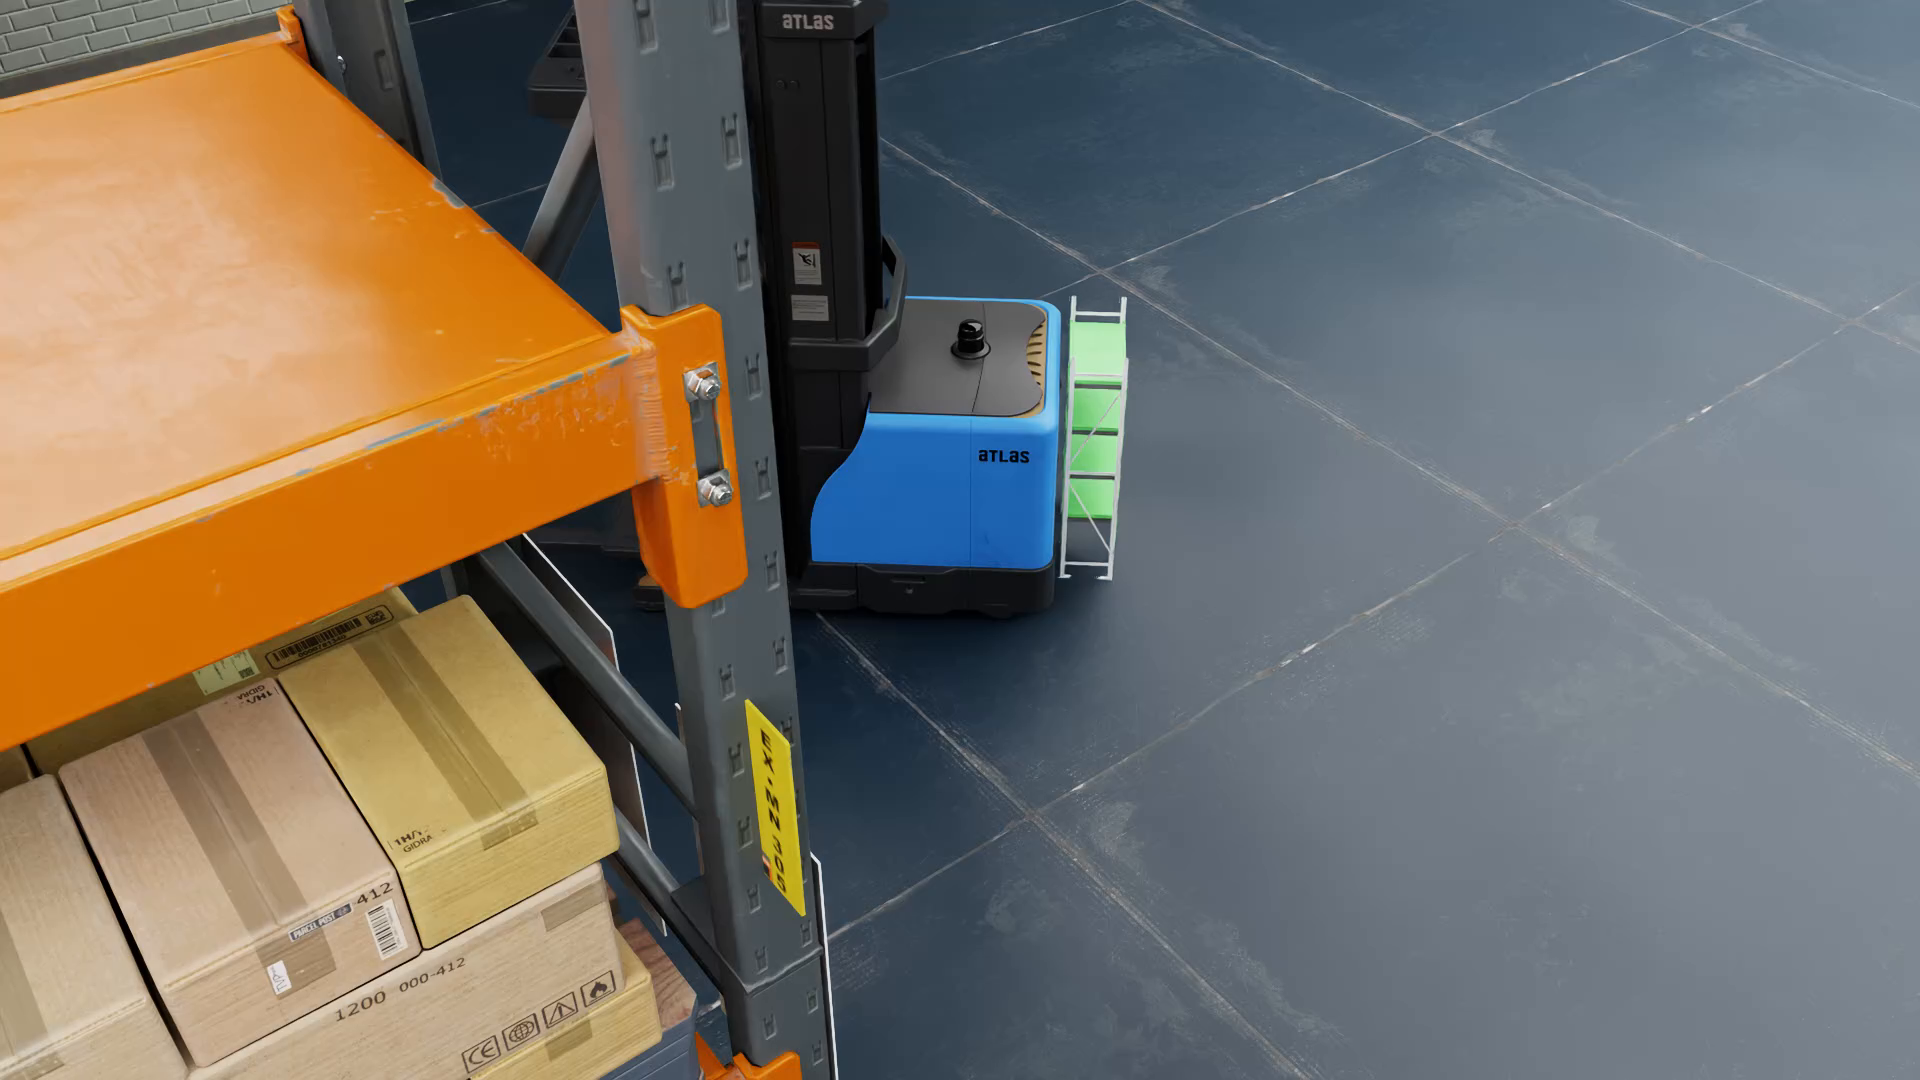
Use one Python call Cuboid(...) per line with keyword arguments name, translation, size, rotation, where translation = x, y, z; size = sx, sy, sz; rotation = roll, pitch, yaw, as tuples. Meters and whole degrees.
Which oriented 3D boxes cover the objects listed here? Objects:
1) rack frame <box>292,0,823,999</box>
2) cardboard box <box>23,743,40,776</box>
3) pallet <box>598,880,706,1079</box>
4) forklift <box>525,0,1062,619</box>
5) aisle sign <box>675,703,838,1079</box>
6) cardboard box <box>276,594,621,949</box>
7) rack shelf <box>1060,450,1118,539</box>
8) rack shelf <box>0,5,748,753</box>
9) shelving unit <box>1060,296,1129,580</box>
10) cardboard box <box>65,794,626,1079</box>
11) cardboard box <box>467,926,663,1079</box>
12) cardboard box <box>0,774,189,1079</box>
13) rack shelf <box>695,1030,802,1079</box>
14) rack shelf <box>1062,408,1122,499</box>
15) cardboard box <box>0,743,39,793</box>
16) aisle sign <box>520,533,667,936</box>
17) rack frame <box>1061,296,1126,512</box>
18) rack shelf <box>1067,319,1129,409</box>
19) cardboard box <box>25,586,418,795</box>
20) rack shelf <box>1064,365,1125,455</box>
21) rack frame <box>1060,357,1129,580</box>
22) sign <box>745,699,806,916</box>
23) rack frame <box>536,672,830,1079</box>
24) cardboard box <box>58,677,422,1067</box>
Cuboid(name="rack frame", translation=(-0.554, -0.784, 1.745), size=(0.127, 3.000, 1.000), rotation=(-26, 46, -28))
Cuboid(name="cardboard box", translation=(-1.421, 0.438, 2.407), size=(0.250, 0.149, 0.380), rotation=(-26, 46, -28))
Cuboid(name="pallet", translation=(-1.135, 0.702, 2.368), size=(1.213, 0.211, 1.003), rotation=(-26, 46, -28))
Cuboid(name="forklift", translation=(-1.069, -1.139, 6.961), size=(3.031, 2.935, 1.130), rotation=(2, 39, 3))
Cuboid(name="aisle sign", translation=(-0.315, 0.653, 2.672), size=(0.004, 0.787, 0.394), rotation=(-26, 46, -28))
Cuboid(name="cardboard box", translation=(-0.614, 0.264, 1.991), size=(0.250, 0.149, 0.380), rotation=(-26, 46, -28))
Cuboid(name="rack shelf", translation=(0.594, -0.209, 7.672), size=(0.258, 0.148, 0.480), rotation=(2, 39, 3))
Cuboid(name="rack shelf", translation=(-2.139, 0.421, 1.157), size=(4.000, 0.370, 1.077), rotation=(-26, 46, -28))
Cuboid(name="shelving unit", translation=(0.594, -0.444, 7.479), size=(0.258, 1.200, 0.503), rotation=(2, 39, 3))
Cuboid(name="cardboard box", translation=(-0.771, 0.447, 2.082), size=(0.500, 0.250, 0.500), rotation=(-25, 46, -28))
Cuboid(name="cardboard box", translation=(-0.611, 0.570, 2.246), size=(0.250, 0.149, 0.380), rotation=(-26, 46, -28))
Cuboid(name="cardboard box", translation=(-1.016, 0.459, 1.754), size=(0.250, 0.149, 0.380), rotation=(-25, 46, -27))
Cuboid(name="rack shelf", translation=(-2.139, 1.426, 1.982), size=(4.000, 0.370, 1.077), rotation=(-26, 46, -28))
Cuboid(name="rack shelf", translation=(0.594, -0.395, 7.519), size=(0.258, 0.148, 0.480), rotation=(2, 39, 3))
Cuboid(name="cardboard box", translation=(-1.494, 0.372, 2.174), size=(0.500, 0.250, 0.500), rotation=(-27, 46, -29))
Cuboid(name="aisle sign", translation=(-0.680, 0.352, 3.040), size=(0.004, 0.787, 0.394), rotation=(-26, 46, -28))
Cuboid(name="rack frame", translation=(0.609, -0.599, 7.667), size=(0.240, 1.200, 0.015), rotation=(2, 39, 3))
Cuboid(name="rack shelf", translation=(0.595, -0.766, 7.215), size=(0.258, 0.148, 0.480), rotation=(2, 39, 3))
Cuboid(name="cardboard box", translation=(-1.093, 0.175, 2.414), size=(0.500, 0.250, 0.500), rotation=(-26, 46, -28))
Cuboid(name="rack shelf", translation=(0.595, -0.580, 7.367), size=(0.258, 0.148, 0.480), rotation=(2, 39, 3))
Cuboid(name="rack frame", translation=(0.580, -0.290, 7.291), size=(0.240, 1.200, 0.015), rotation=(2, 39, 3))
Cuboid(name="sign", translation=(-0.234, 0.342, 2.101), size=(0.005, 0.325, 0.100), rotation=(-26, 46, -28))
Cuboid(name="rack frame", translation=(-0.554, 1.535, 3.647), size=(0.127, 3.000, 1.000), rotation=(-26, 46, -28))
Cuboid(name="cardboard box", translation=(-0.813, 0.360, 1.874), size=(0.250, 0.149, 0.380), rotation=(-26, 46, -28))
